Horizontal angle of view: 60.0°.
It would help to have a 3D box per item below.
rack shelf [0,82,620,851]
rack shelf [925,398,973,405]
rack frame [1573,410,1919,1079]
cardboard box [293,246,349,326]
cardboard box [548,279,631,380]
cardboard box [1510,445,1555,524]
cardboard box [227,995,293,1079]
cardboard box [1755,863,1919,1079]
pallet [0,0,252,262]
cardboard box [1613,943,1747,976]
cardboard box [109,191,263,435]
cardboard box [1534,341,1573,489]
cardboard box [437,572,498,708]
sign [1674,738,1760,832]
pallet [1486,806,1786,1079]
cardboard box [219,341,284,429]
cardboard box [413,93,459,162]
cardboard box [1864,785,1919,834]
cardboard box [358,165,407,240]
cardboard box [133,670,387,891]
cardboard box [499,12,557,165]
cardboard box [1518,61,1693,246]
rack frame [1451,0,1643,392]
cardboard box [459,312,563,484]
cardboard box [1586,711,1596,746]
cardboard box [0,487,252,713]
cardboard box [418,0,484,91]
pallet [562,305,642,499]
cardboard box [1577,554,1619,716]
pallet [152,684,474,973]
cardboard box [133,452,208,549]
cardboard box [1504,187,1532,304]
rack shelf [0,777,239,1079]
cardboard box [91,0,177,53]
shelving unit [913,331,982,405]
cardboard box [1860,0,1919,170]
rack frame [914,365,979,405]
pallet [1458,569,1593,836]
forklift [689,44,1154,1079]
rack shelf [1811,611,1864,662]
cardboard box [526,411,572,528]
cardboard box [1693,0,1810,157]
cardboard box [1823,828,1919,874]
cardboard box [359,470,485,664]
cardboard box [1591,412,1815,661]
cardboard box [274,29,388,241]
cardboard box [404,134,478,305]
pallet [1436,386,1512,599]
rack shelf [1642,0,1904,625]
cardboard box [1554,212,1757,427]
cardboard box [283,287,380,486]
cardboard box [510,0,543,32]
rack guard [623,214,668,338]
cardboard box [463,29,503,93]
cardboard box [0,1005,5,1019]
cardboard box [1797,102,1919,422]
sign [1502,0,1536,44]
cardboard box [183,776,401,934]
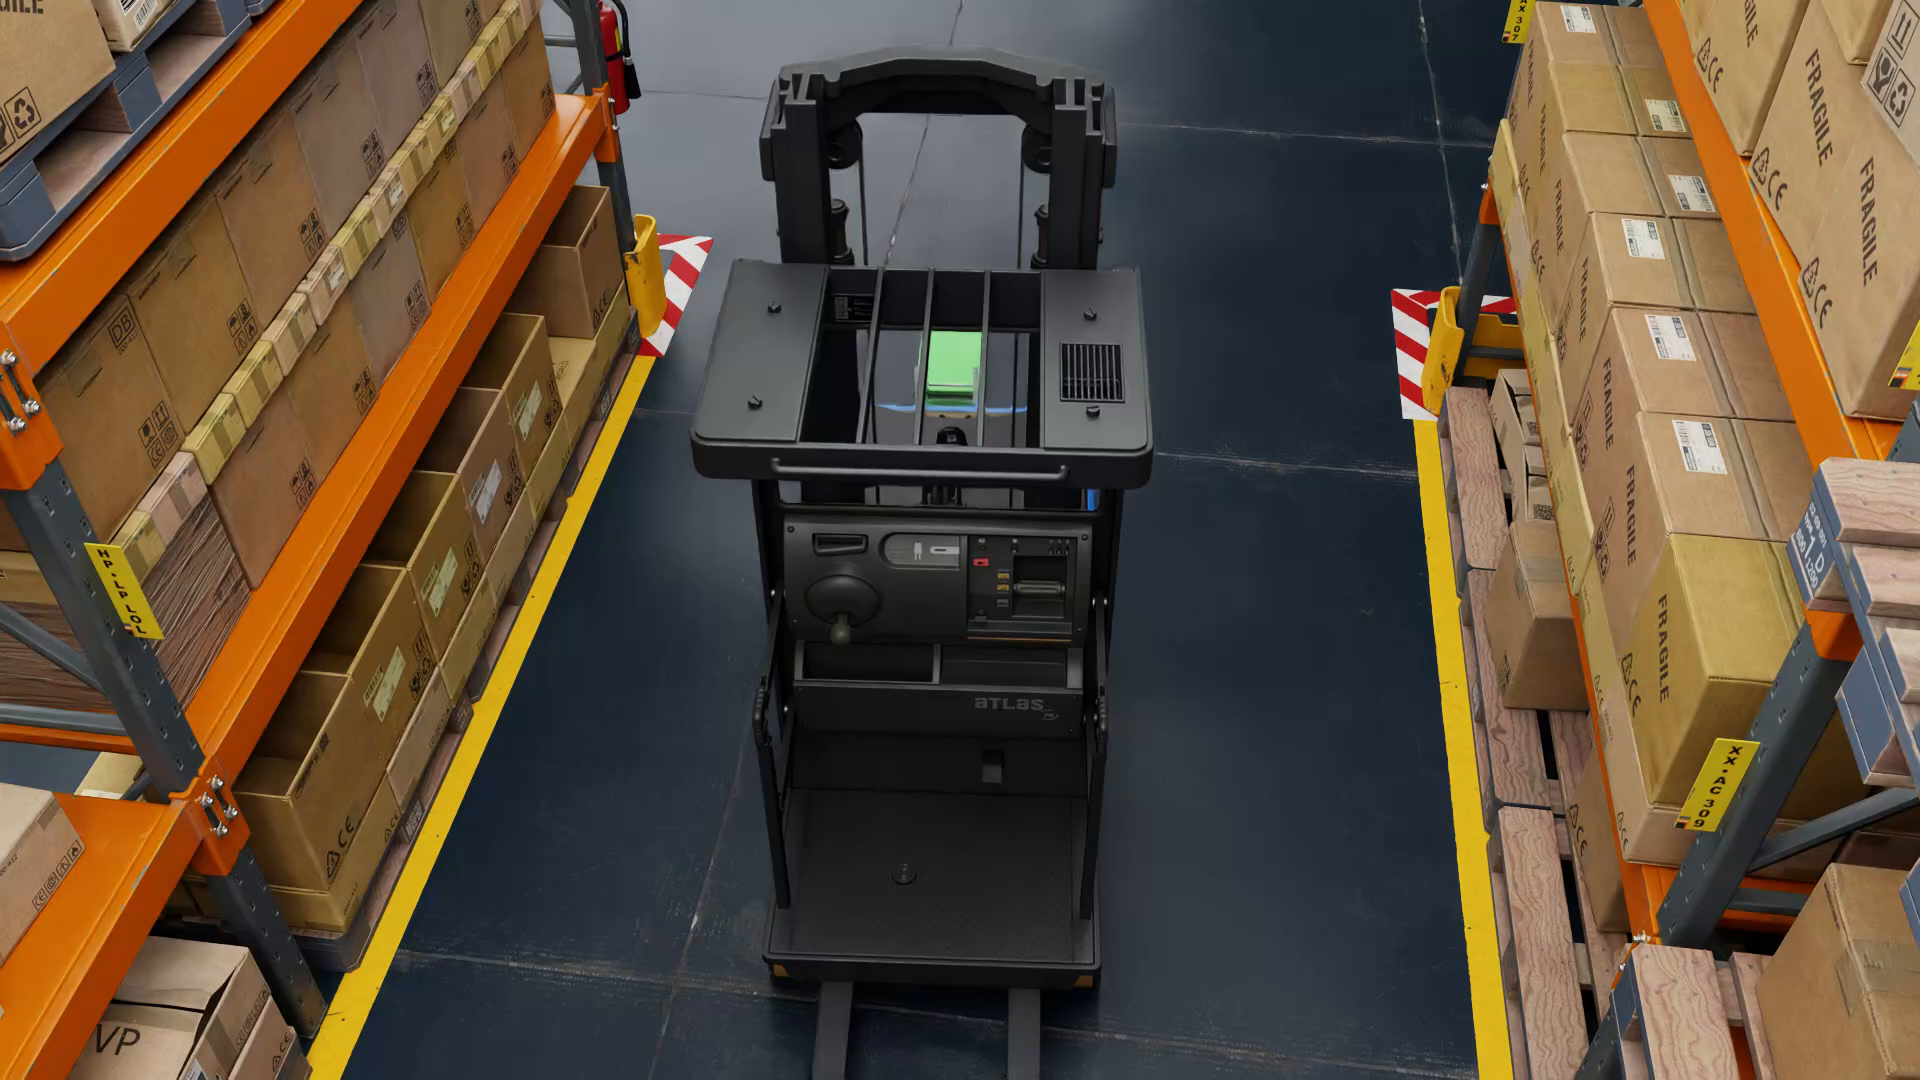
[{"bbox_3d":[-2.360,-0.622,6.249,1.077,0.370,4.000,5,44,6],"label":"rack shelf"},{"bbox_3d":[-0.039,-0.505,6.654,0.258,0.148,0.480,2,43,2],"label":"rack shelf"},{"bbox_3d":[2.287,0.927,4.089,1.000,3.000,0.127,5,44,6],"label":"rack frame"},{"bbox_3d":[-2.230,-0.837,5.407,0.380,0.149,0.250,4,44,4],"label":"cardboard box"},{"bbox_3d":[-1.873,-1.008,7.828,0.500,0.250,0.500,5,44,6],"label":"cardboard box"},{"bbox_3d":[2.559,-0.131,6.842,0.500,0.311,0.500,9,44,9],"label":"cardboard box"},{"bbox_3d":[-2.391,1.634,5.037,0.500,0.250,0.500,5,44,5],"label":"cardboard box"},{"bbox_3d":[2.186,1.075,3.541,0.700,0.500,0.500,5,44,6],"label":"cardboard box"},{"bbox_3d":[-2.537,-1.161,4.178,1.003,0.211,1.213,5,44,6],"label":"pallet"},{"bbox_3d":[2.328,1.429,5.300,0.380,0.166,0.250,0,43,0],"label":"cardboard box"},{"bbox_3d":[-2.506,-0.676,4.765,0.700,0.500,0.500,5,44,5],"label":"cardboard box"},{"bbox_3d":[2.239,-0.402,5.587,0.500,0.250,0.500,6,44,6],"label":"cardboard box"},{"bbox_3d":[-2.120,0.356,6.387,0.500,0.250,0.500,5,44,6],"label":"cardboard box"},{"bbox_3d":[1.748,0.569,3.838,0.100,0.325,0.005,5,44,6],"label":"sign"},{"bbox_3d":[2.340,1.479,5.535,1.003,0.211,1.213,5,44,6],"label":"pallet"},{"bbox_3d":[-2.298,-0.484,5.035,0.380,0.149,0.250,5,44,5],"label":"cardboard box"},{"bbox_3d":[-2.093,-1.538,6.148,0.380,0.149,0.250,6,44,7],"label":"cardboard box"},{"bbox_3d":[2.556,0.401,4.194,0.500,0.500,0.500,4,44,5],"label":"cardboard box"},{"bbox_3d":[-2.160,-1.184,5.774,0.380,0.149,0.250,5,44,5],"label":"cardboard box"},{"bbox_3d":[-2.252,0.765,5.409,0.500,0.500,0.500,5,44,6],"label":"cardboard box"},{"bbox_3d":[-2.170,-1.966,7.072,0.700,0.500,0.500,5,44,6],"label":"cardboard box"},{"bbox_3d":[2.379,-1.390,6.086,0.500,0.500,0.500,5,44,6],"label":"cardboard box"},{"bbox_3d":[2.816,-1.799,6.968,1.000,3.000,0.127,5,44,6],"label":"rack frame"},{"bbox_3d":[-1.989,-0.598,6.849,0.500,0.500,0.500,5,44,6],"label":"cardboard box"},{"bbox_3d":[2.518,0.714,6.067,0.380,0.149,0.250,2,43,2],"label":"cardboard box"},{"bbox_3d":[-2.572,0.140,4.848,0.700,0.500,0.500,4,44,4],"label":"cardboard box"},{"bbox_3d":[-2.241,-2.042,6.209,0.700,0.500,0.500,4,44,4],"label":"cardboard box"},{"bbox_3d":[-2.155,-0.709,7.845,1.003,0.211,1.213,5,44,6],"label":"pallet"},{"bbox_3d":[2.123,0.285,4.862,0.500,0.250,0.500,5,44,6],"label":"cardboard box"},{"bbox_3d":[-2.477,0.954,6.089,1.003,0.211,1.213,5,44,6],"label":"pallet"},{"bbox_3d":[-2.363,-0.129,4.660,0.380,0.149,0.250,6,44,6],"label":"cardboard box"},{"bbox_3d":[2.382,-1.093,6.317,0.500,0.250,0.500,4,44,4],"label":"cardboard box"},{"bbox_3d":[-2.888,2.104,3.370,1.077,0.370,4.000,5,44,6],"label":"rack shelf"},{"bbox_3d":[-2.225,-1.468,4.095,0.500,0.311,0.500,3,44,3],"label":"cardboard box"},{"bbox_3d":[-0.039,-0.377,6.775,0.258,1.200,0.503,2,43,2],"label":"shelving unit"},{"bbox_3d":[2.084,-0.935,3.060,0.500,0.500,0.500,2,43,2],"label":"cardboard box"},{"bbox_3d":[-0.050,-0.209,6.598,0.240,1.200,0.015,2,43,2],"label":"rack frame"},{"bbox_3d":[2.499,0.645,6.415,1.003,0.211,1.213,5,44,6],"label":"pallet"},{"bbox_3d":[-0.075,0.219,4.887,1.130,2.935,3.031,2,43,2],"label":"forklift"},{"bbox_3d":[2.022,1.462,1.866,1.077,0.370,4.000,5,44,6],"label":"rack shelf"},{"bbox_3d":[-1.992,-0.326,7.107,0.500,0.250,0.500,5,44,6],"label":"cardboard box"},{"bbox_3d":[2.224,-1.297,4.169,0.500,0.500,0.500,4,44,4],"label":"cardboard box"},{"bbox_3d":[2.561,0.673,4.452,0.500,0.250,0.500,6,44,6],"label":"cardboard box"},{"bbox_3d":[-2.120,0.084,6.129,0.500,0.500,0.500,5,44,6],"label":"cardboard box"},{"bbox_3d":[2.103,0.011,4.606,0.500,0.500,0.500,5,44,5],"label":"cardboard box"},{"bbox_3d":[-2.373,-1.357,5.485,0.700,0.500,0.500,5,44,6],"label":"cardboard box"},{"bbox_3d":[-2.306,-1.270,6.337,0.700,0.500,0.500,6,44,6],"label":"cardboard box"},{"bbox_3d":[2.663,-0.184,7.291,1.003,0.211,1.213,5,44,6],"label":"pallet"},{"bbox_3d":[2.551,-1.264,4.745,1.077,0.370,4.000,5,44,6],"label":"rack shelf"},{"bbox_3d":[2.248,-0.686,5.342,0.500,0.500,0.500,6,44,7],"label":"cardboard box"},{"bbox_3d":[-2.438,-0.562,5.589,0.700,0.500,0.500,6,44,6],"label":"cardboard box"},{"bbox_3d":[-1.957,-2.241,6.890,0.380,0.149,0.250,5,44,5],"label":"cardboard box"},{"bbox_3d":[-2.092,-1.355,8.318,1.175,0.500,0.348,5,44,6],"label":"rack guard"},{"bbox_3d":[-2.024,-1.888,6.518,0.380,0.149,0.250,5,44,5],"label":"cardboard box"},{"bbox_3d":[-2.558,1.144,3.958,0.396,0.266,0.258,4,44,4],"label":"cardboard box"},{"bbox_3d":[2.109,-0.574,3.406,0.500,0.500,0.500,6,44,7],"label":"cardboard box"},{"bbox_3d":[2.278,-2.163,6.723,0.100,0.325,0.005,5,44,6],"label":"sign"},{"bbox_3d":[-2.262,1.037,5.668,0.500,0.250,0.500,5,44,6],"label":"cardboard box"}]
